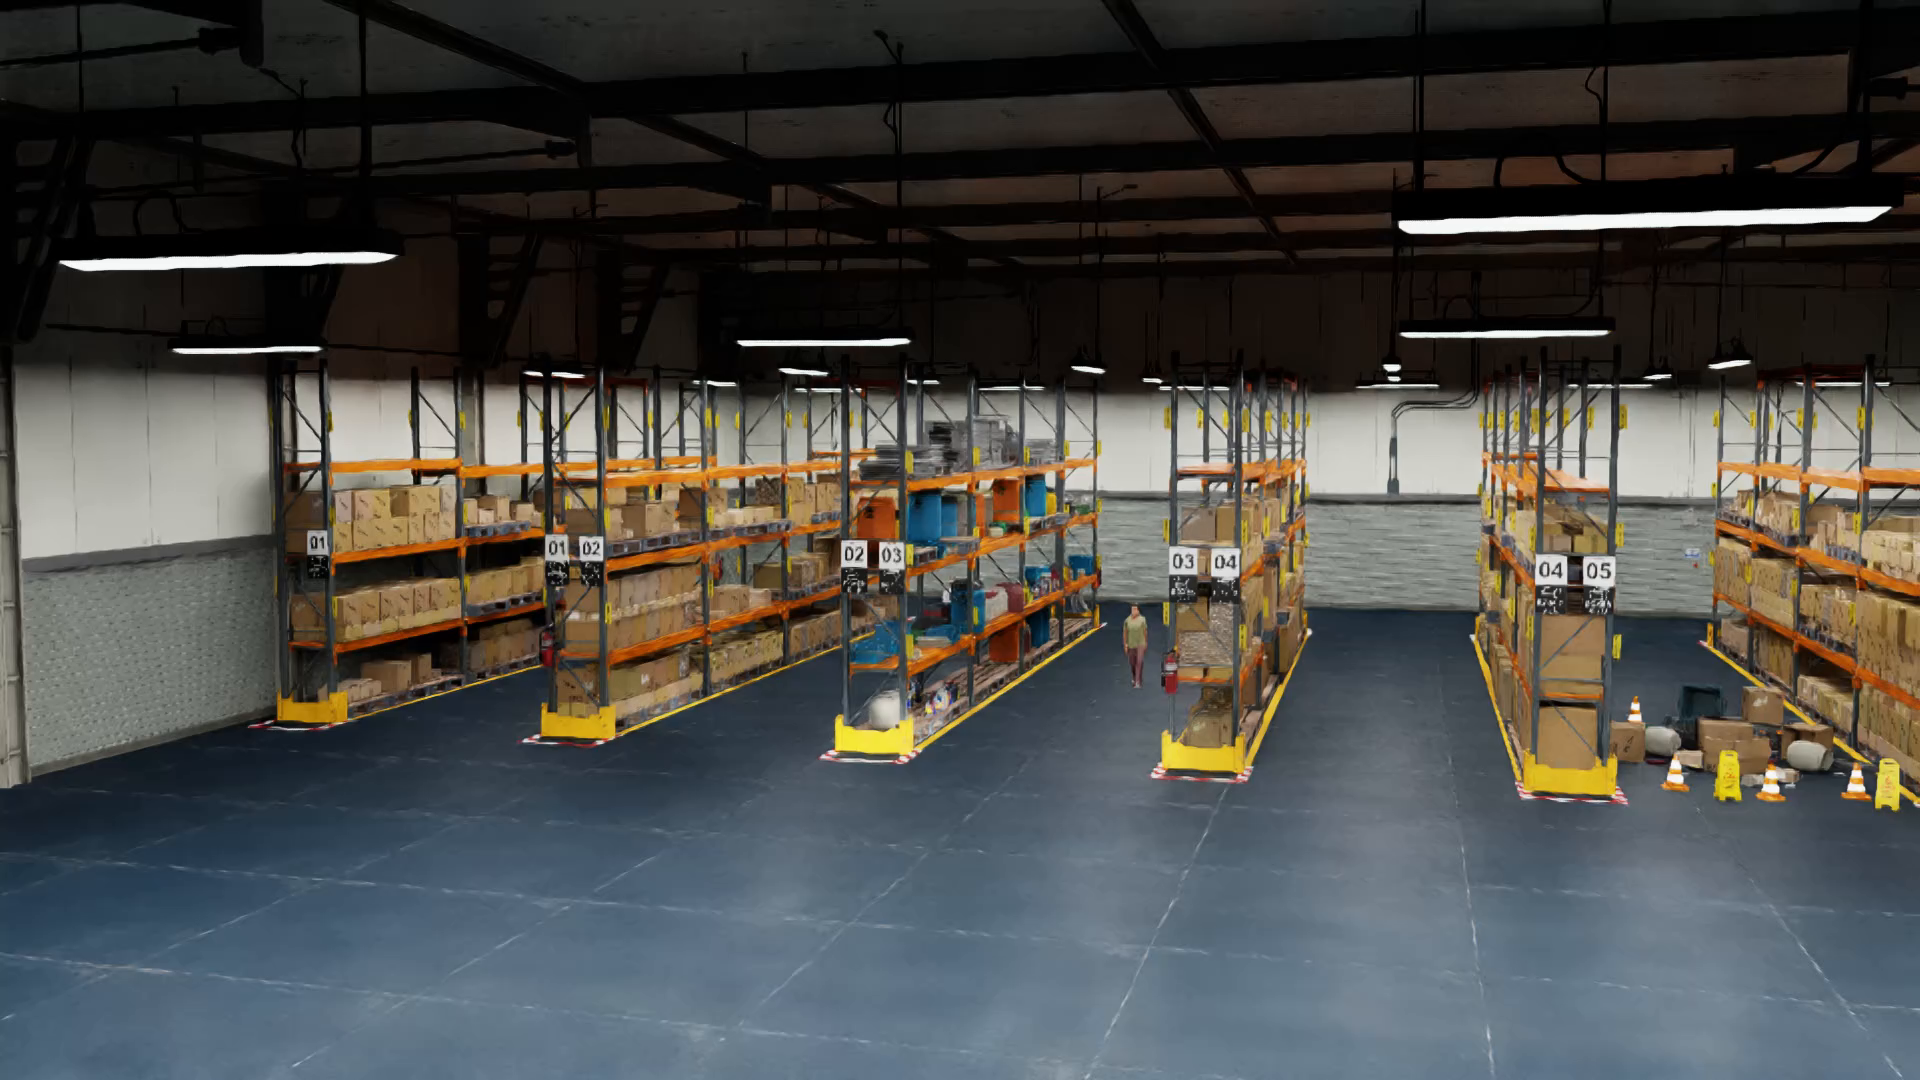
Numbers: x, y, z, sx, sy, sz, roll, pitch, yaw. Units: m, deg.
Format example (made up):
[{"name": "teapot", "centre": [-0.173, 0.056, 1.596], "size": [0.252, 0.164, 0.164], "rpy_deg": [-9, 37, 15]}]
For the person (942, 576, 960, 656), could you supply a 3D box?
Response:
[{"name": "person", "centre": [-0.128, 1.599, 35.482], "size": [0.542, 1.672, 1.126], "rpy_deg": [1, 4, 17]}]

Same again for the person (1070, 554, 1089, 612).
[{"name": "person", "centre": [2.991, 1.183, 41.628], "size": [0.566, 1.663, 0.615], "rpy_deg": [-1, 4, -15]}]

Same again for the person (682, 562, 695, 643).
[{"name": "person", "centre": [-6.181, 1.392, 37.493], "size": [0.468, 1.792, 0.625], "rpy_deg": [0, 4, -6]}]

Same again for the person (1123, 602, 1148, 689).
[{"name": "person", "centre": [3.267, 1.955, 31.137], "size": [0.448, 1.586, 1.110], "rpy_deg": [1, 4, 17]}]
